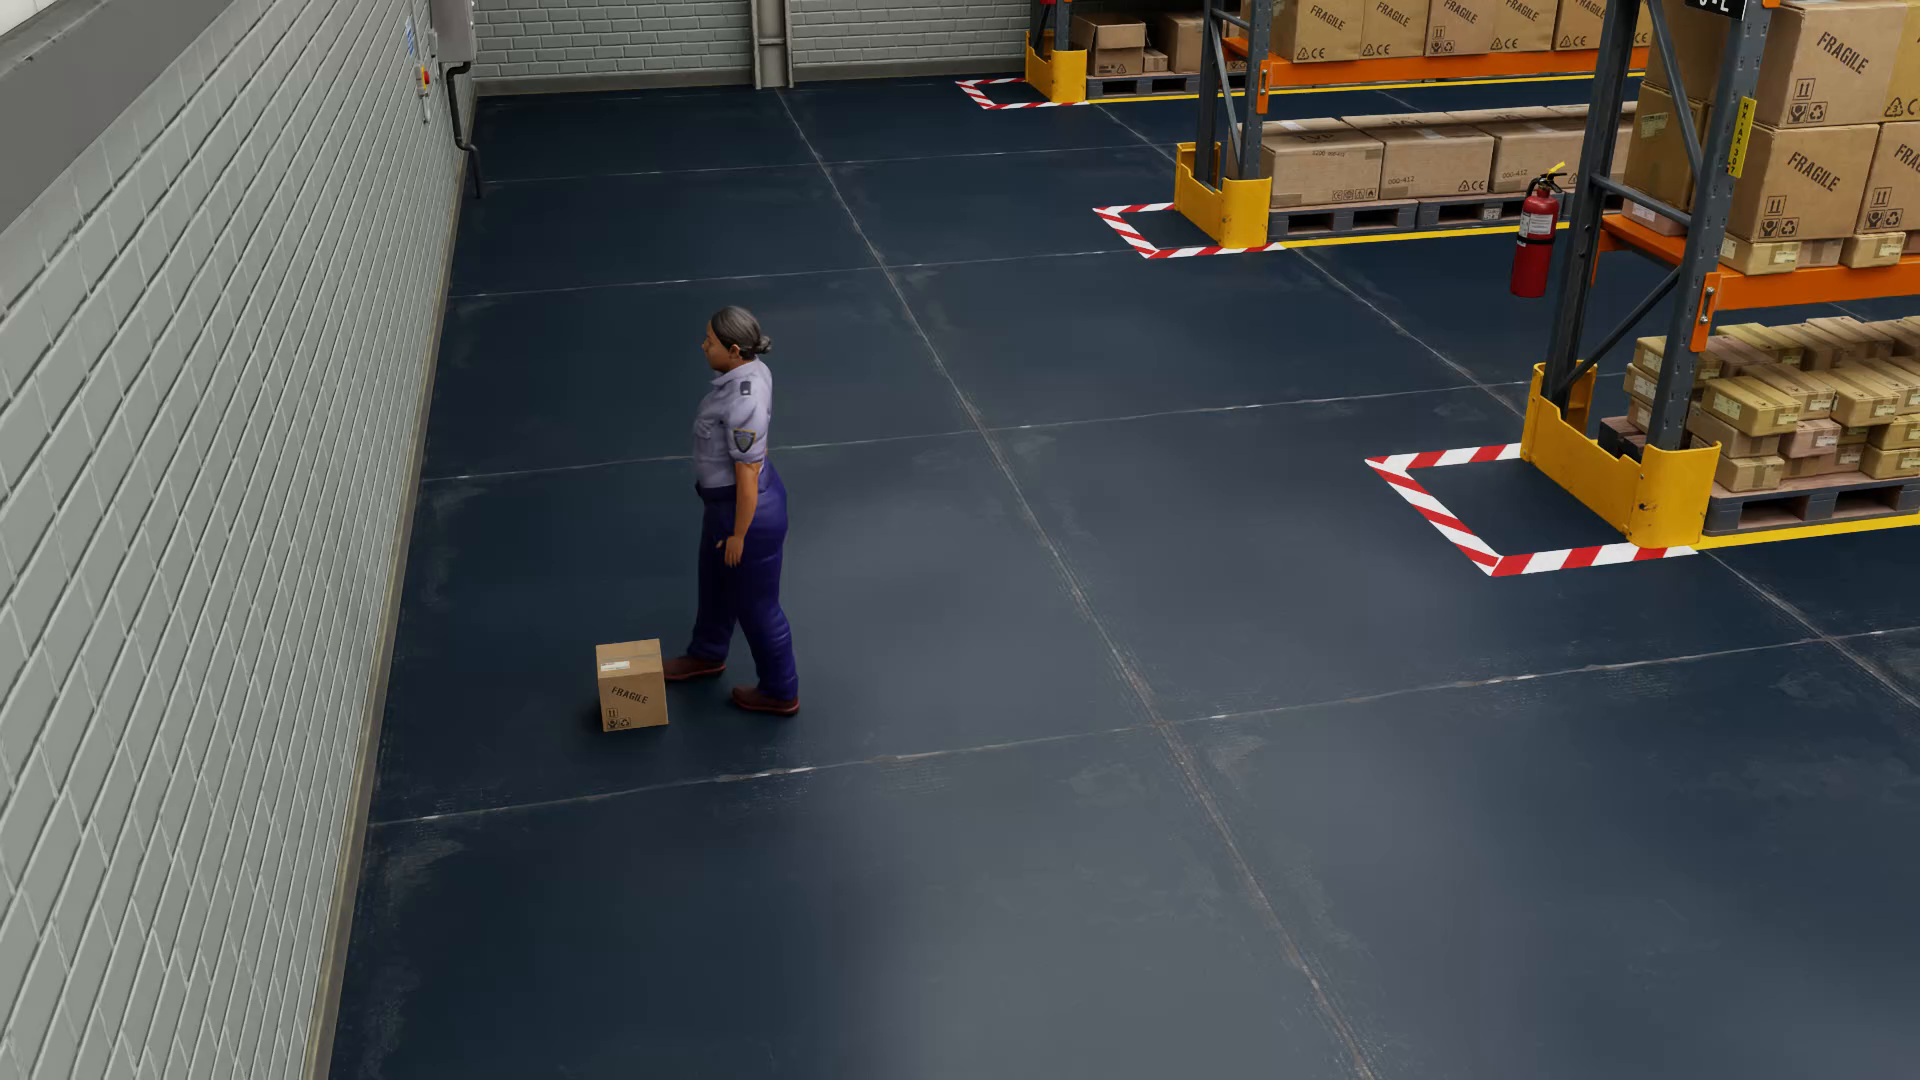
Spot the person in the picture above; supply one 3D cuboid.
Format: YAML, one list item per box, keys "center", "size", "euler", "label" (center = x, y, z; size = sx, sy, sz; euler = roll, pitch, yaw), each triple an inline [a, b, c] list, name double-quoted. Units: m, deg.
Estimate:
- center: [-0.945, -0.103, 6.327]
  size: [0.602, 1.645, 0.484]
  euler: [-2, 27, -4]
  label: "person"
